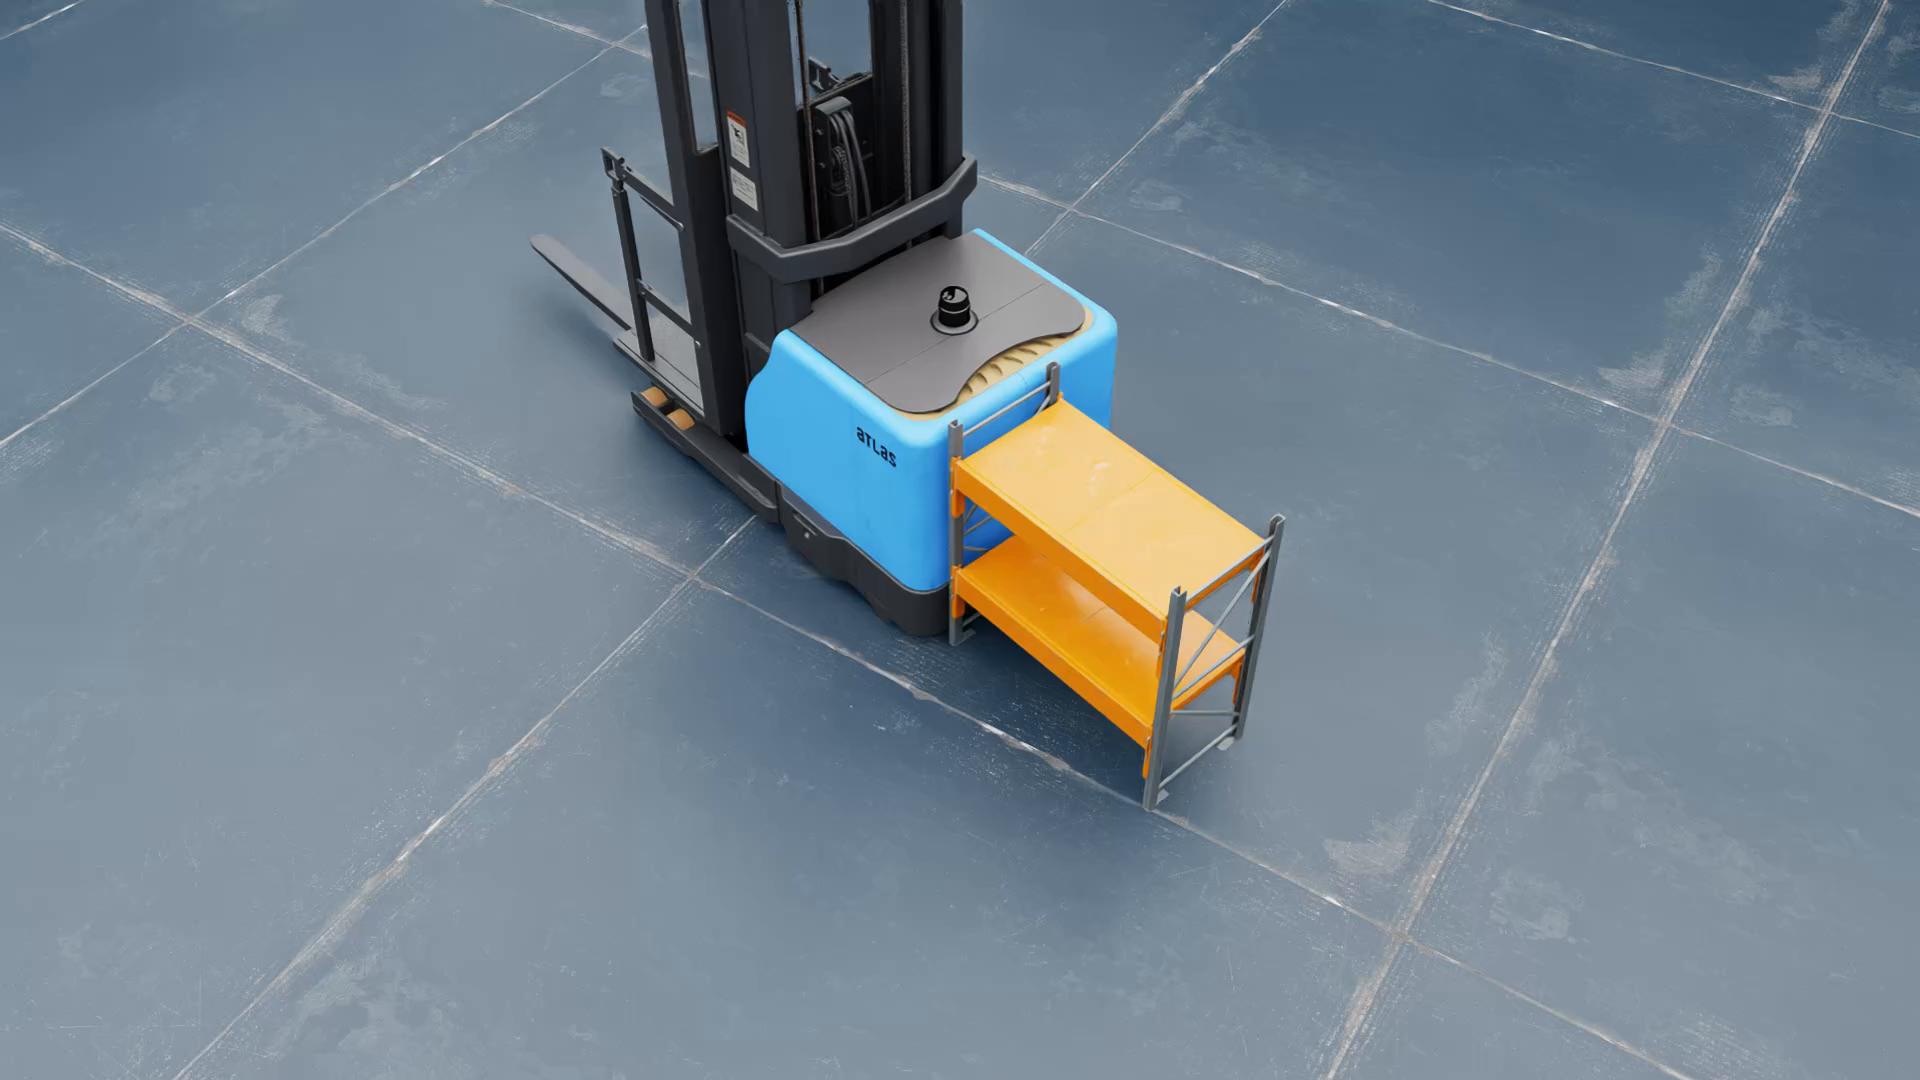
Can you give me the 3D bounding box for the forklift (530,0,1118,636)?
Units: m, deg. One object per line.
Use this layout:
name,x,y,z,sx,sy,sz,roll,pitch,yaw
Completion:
forklift,-0.766,-1.634,6.294,1.130,2.935,3.031,-33,54,-28

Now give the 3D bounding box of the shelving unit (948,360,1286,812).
shelving unit,0.494,0.163,5.807,0.538,1.125,1.048,-33,54,-28

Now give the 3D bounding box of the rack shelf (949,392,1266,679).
rack shelf,0.494,-0.041,5.597,0.538,0.278,1.000,-33,54,-28

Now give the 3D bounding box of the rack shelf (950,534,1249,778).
rack shelf,0.494,0.334,5.982,0.538,0.278,1.000,-33,54,-28

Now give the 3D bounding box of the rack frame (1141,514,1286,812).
rack frame,0.834,0.435,5.543,0.500,1.125,0.032,-33,54,-28

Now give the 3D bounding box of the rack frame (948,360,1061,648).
rack frame,0.155,-0.108,6.071,0.500,1.125,0.032,-33,54,-28
